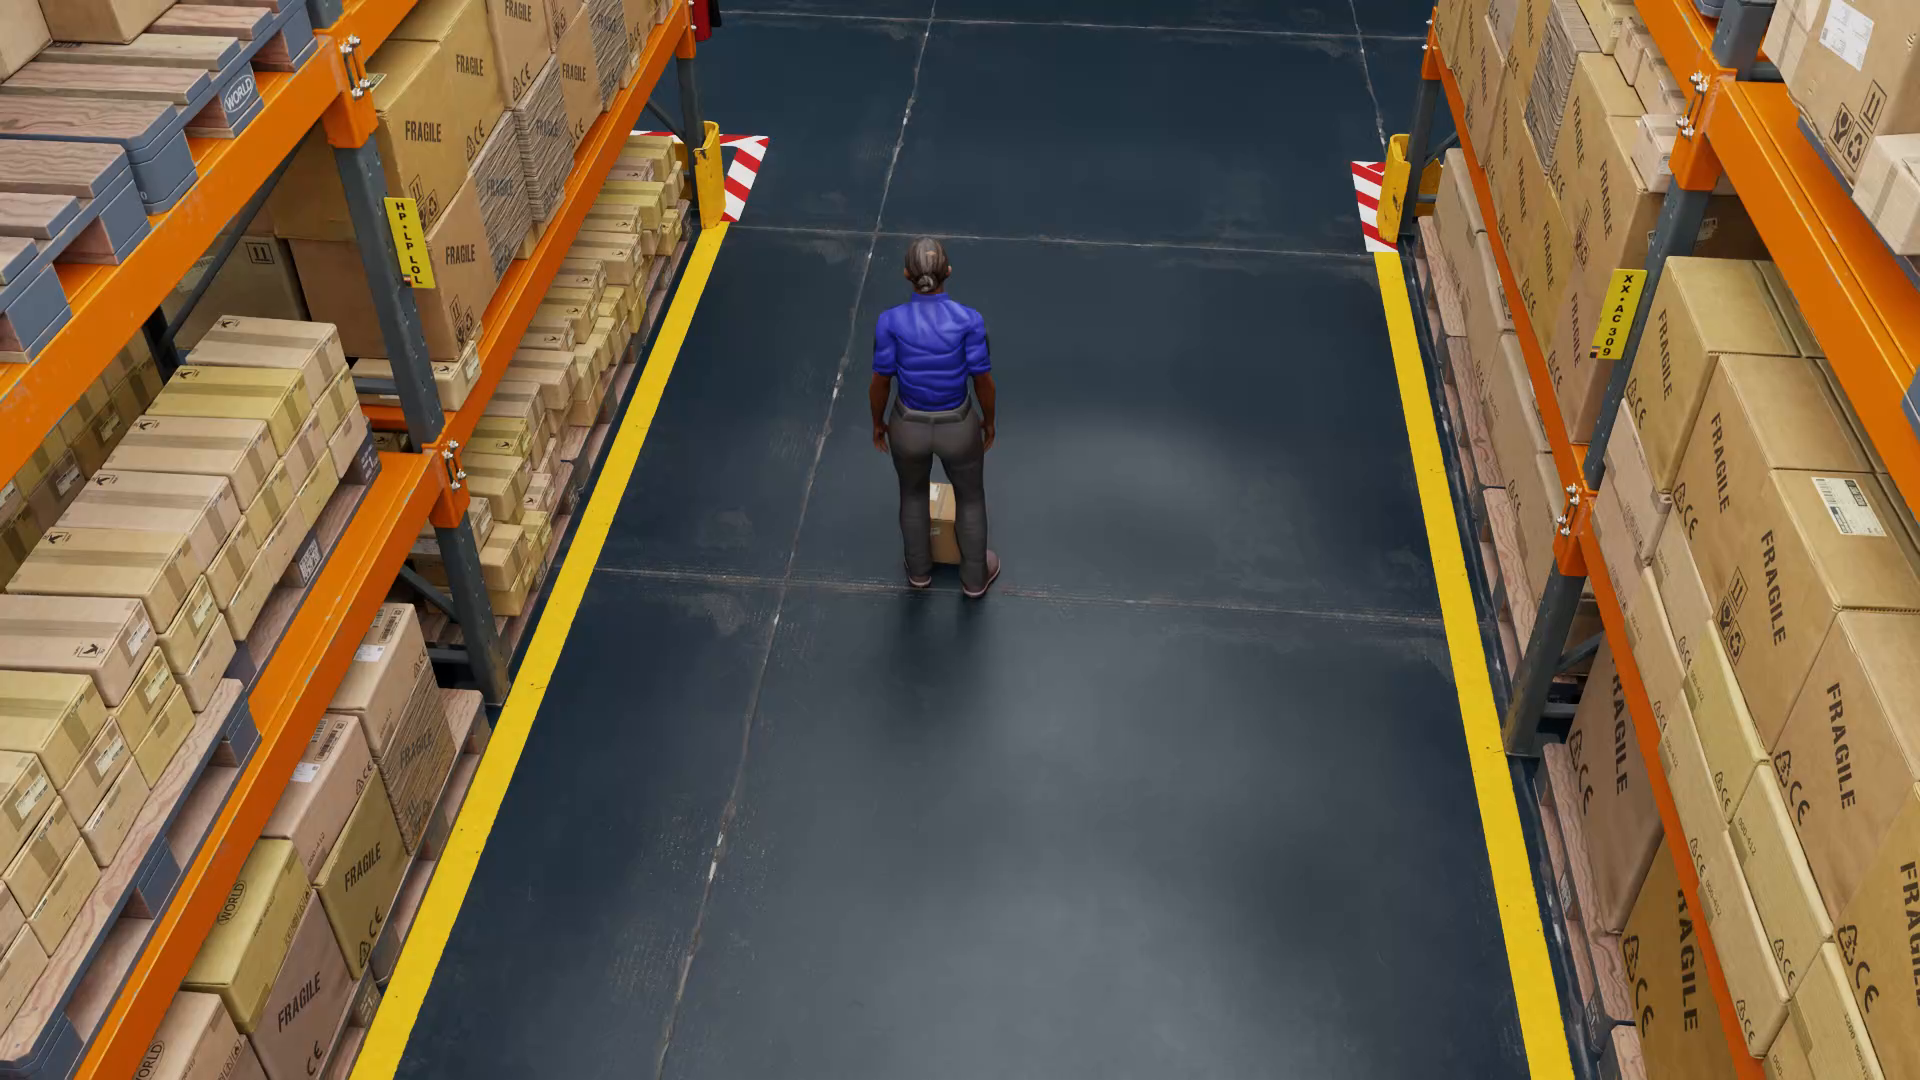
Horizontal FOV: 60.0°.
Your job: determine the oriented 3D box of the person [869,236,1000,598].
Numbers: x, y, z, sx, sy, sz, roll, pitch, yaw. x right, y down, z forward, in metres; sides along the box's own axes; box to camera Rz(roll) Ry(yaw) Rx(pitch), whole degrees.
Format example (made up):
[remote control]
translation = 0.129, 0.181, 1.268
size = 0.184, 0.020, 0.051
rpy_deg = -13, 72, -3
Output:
[person]
translation = -0.091, -0.474, 6.719
size = 0.532, 1.655, 0.399
rpy_deg = 1, 40, 1
